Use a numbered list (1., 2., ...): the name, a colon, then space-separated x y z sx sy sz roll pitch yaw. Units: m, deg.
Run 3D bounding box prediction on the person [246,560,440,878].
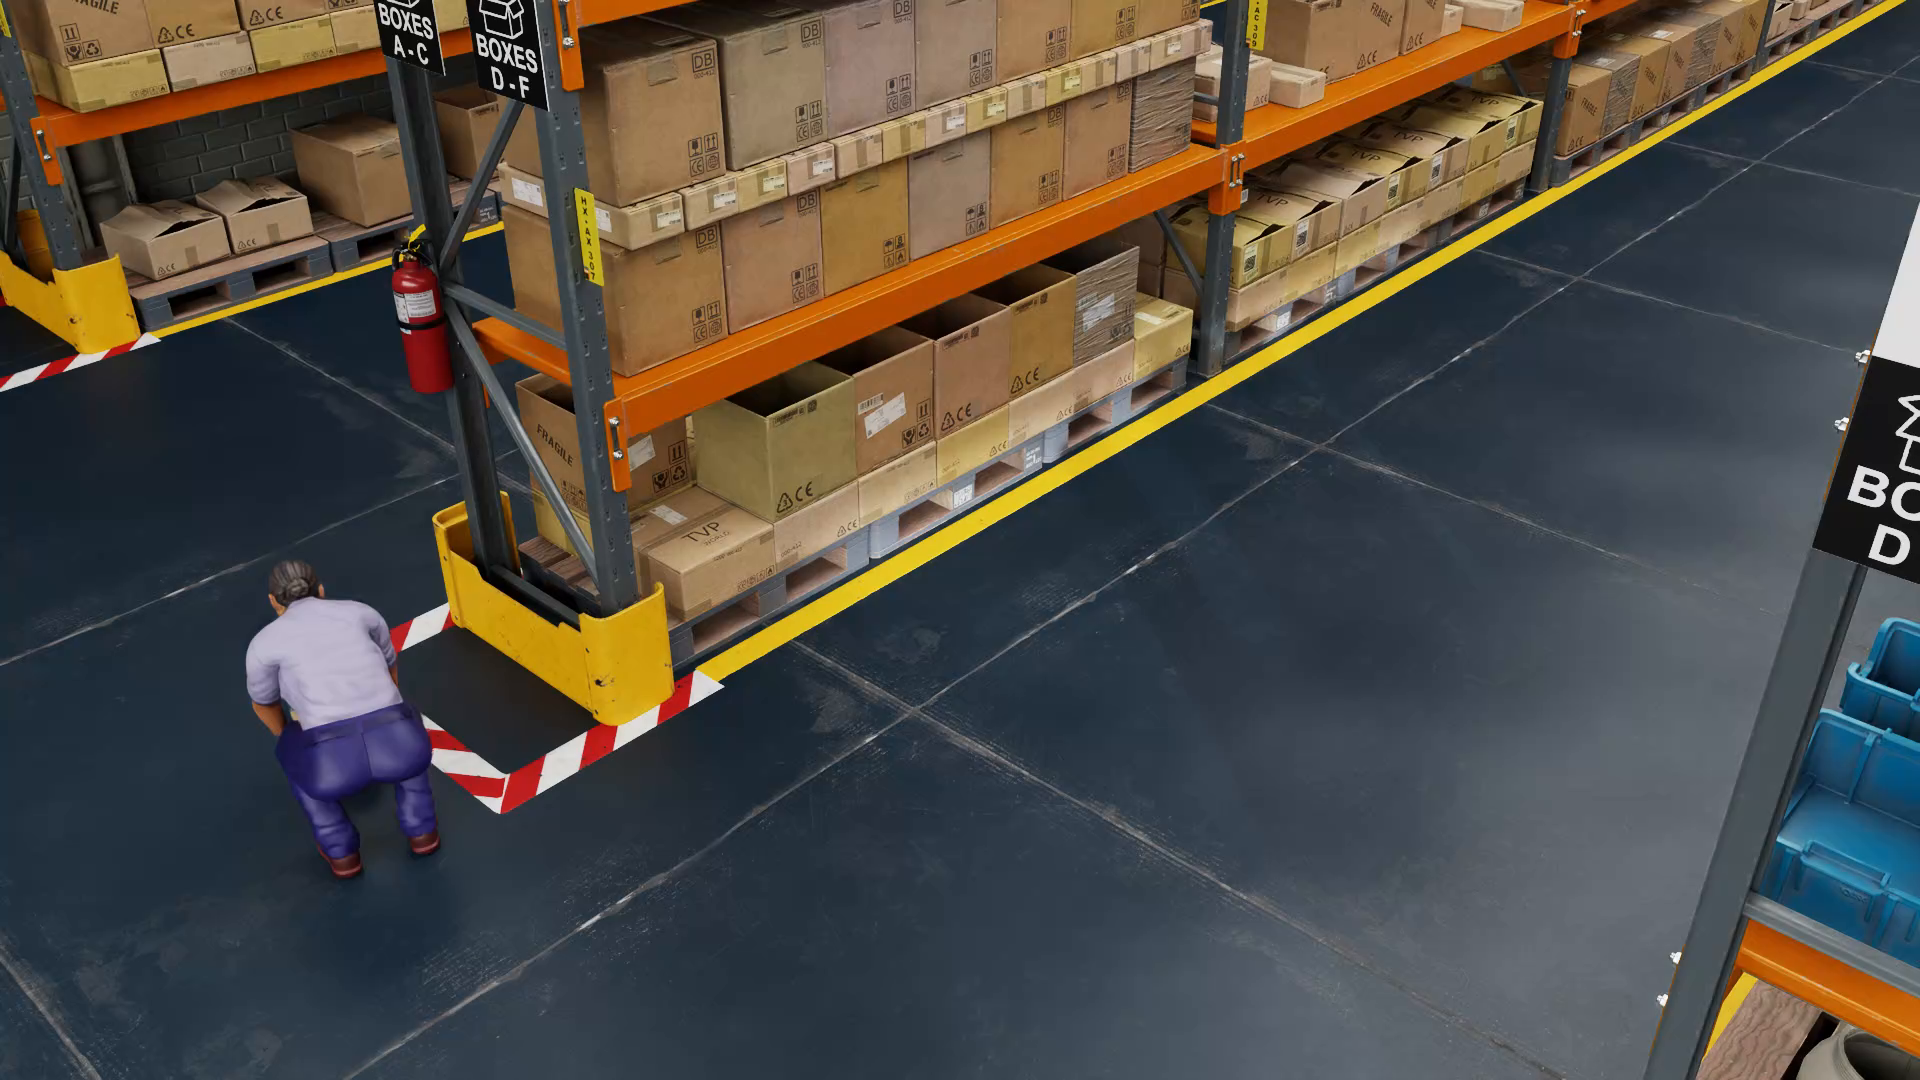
1. person: -2.136 0.631 5.760 0.533 0.985 0.809 -15 35 -23
